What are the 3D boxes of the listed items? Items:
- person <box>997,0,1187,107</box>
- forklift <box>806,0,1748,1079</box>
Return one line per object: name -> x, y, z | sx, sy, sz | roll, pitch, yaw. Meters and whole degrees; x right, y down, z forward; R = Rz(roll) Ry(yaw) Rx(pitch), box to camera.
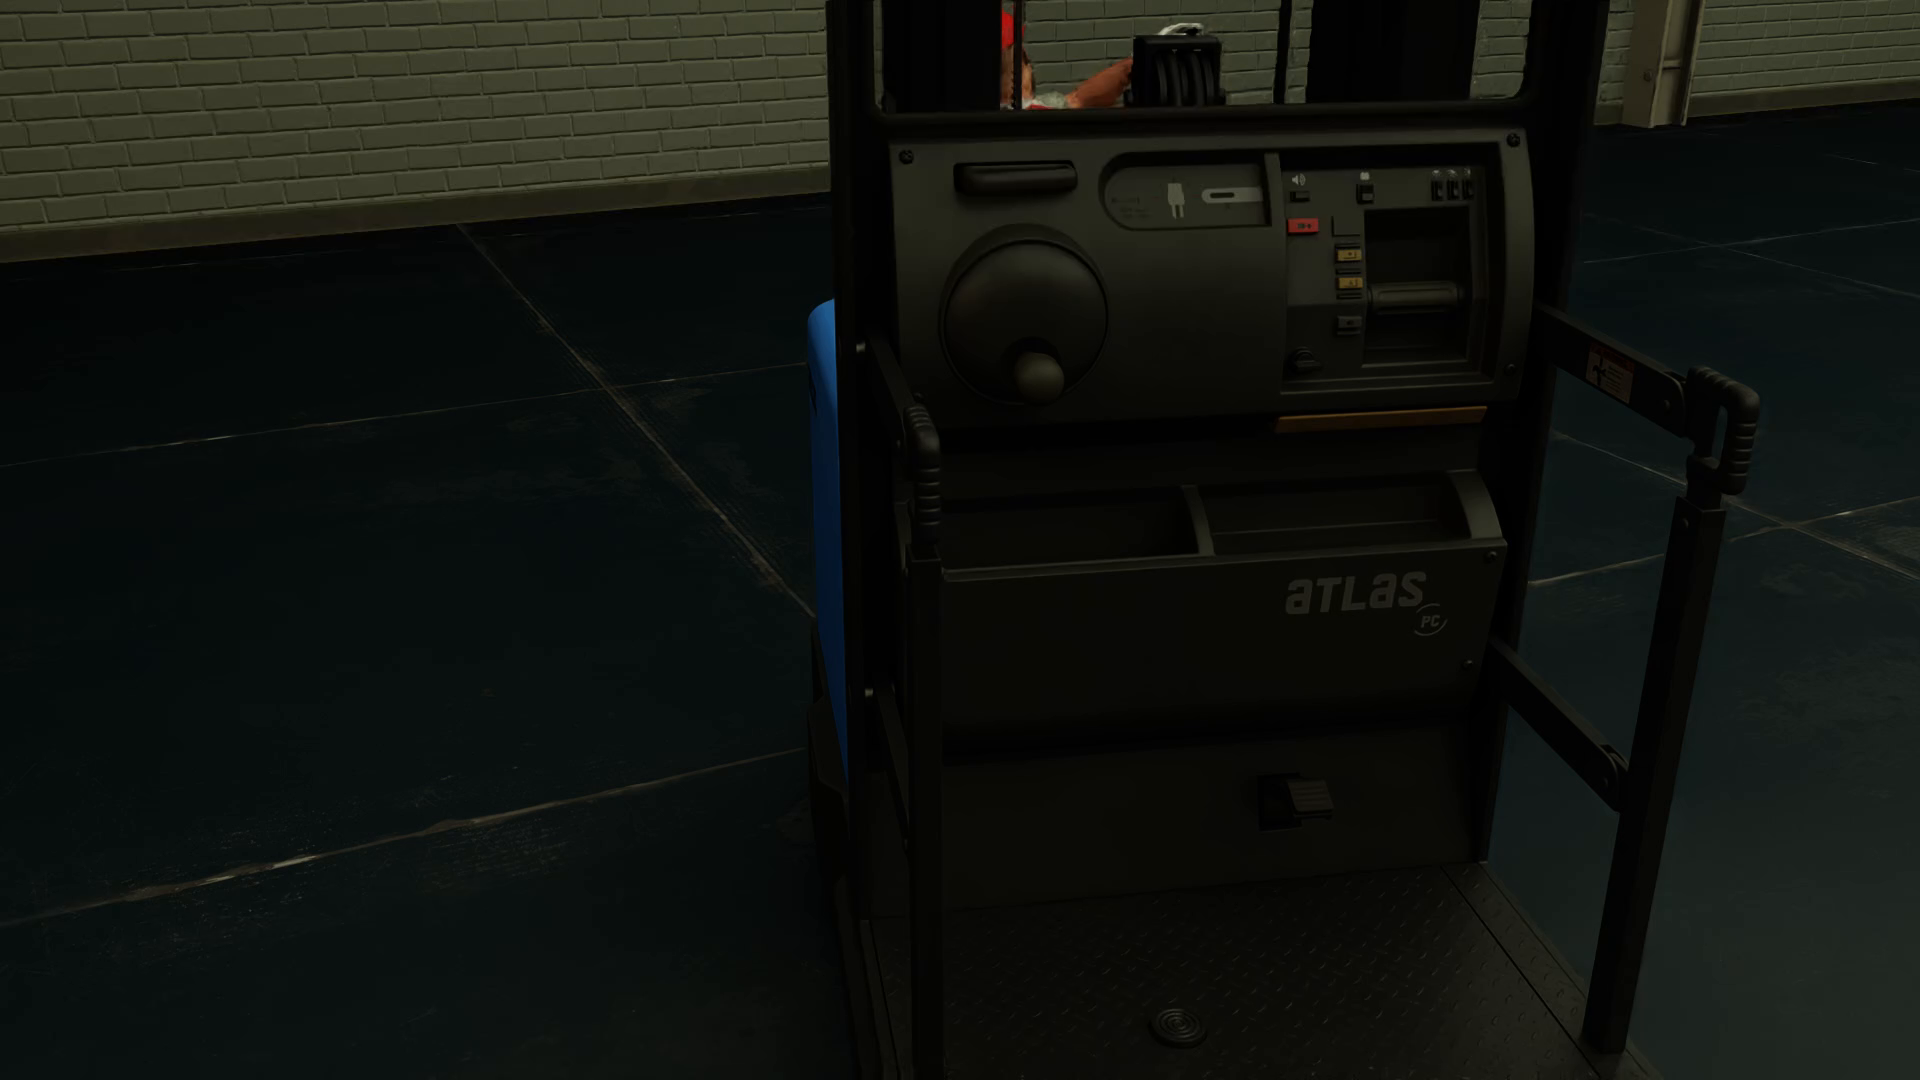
person -> 0.505, -0.721, 4.760 | 0.741, 1.556, 1.101 | -17, 28, -35
forklift -> 0.398, -0.372, 2.181 | 1.130, 2.935, 3.031 | -4, 23, -8
